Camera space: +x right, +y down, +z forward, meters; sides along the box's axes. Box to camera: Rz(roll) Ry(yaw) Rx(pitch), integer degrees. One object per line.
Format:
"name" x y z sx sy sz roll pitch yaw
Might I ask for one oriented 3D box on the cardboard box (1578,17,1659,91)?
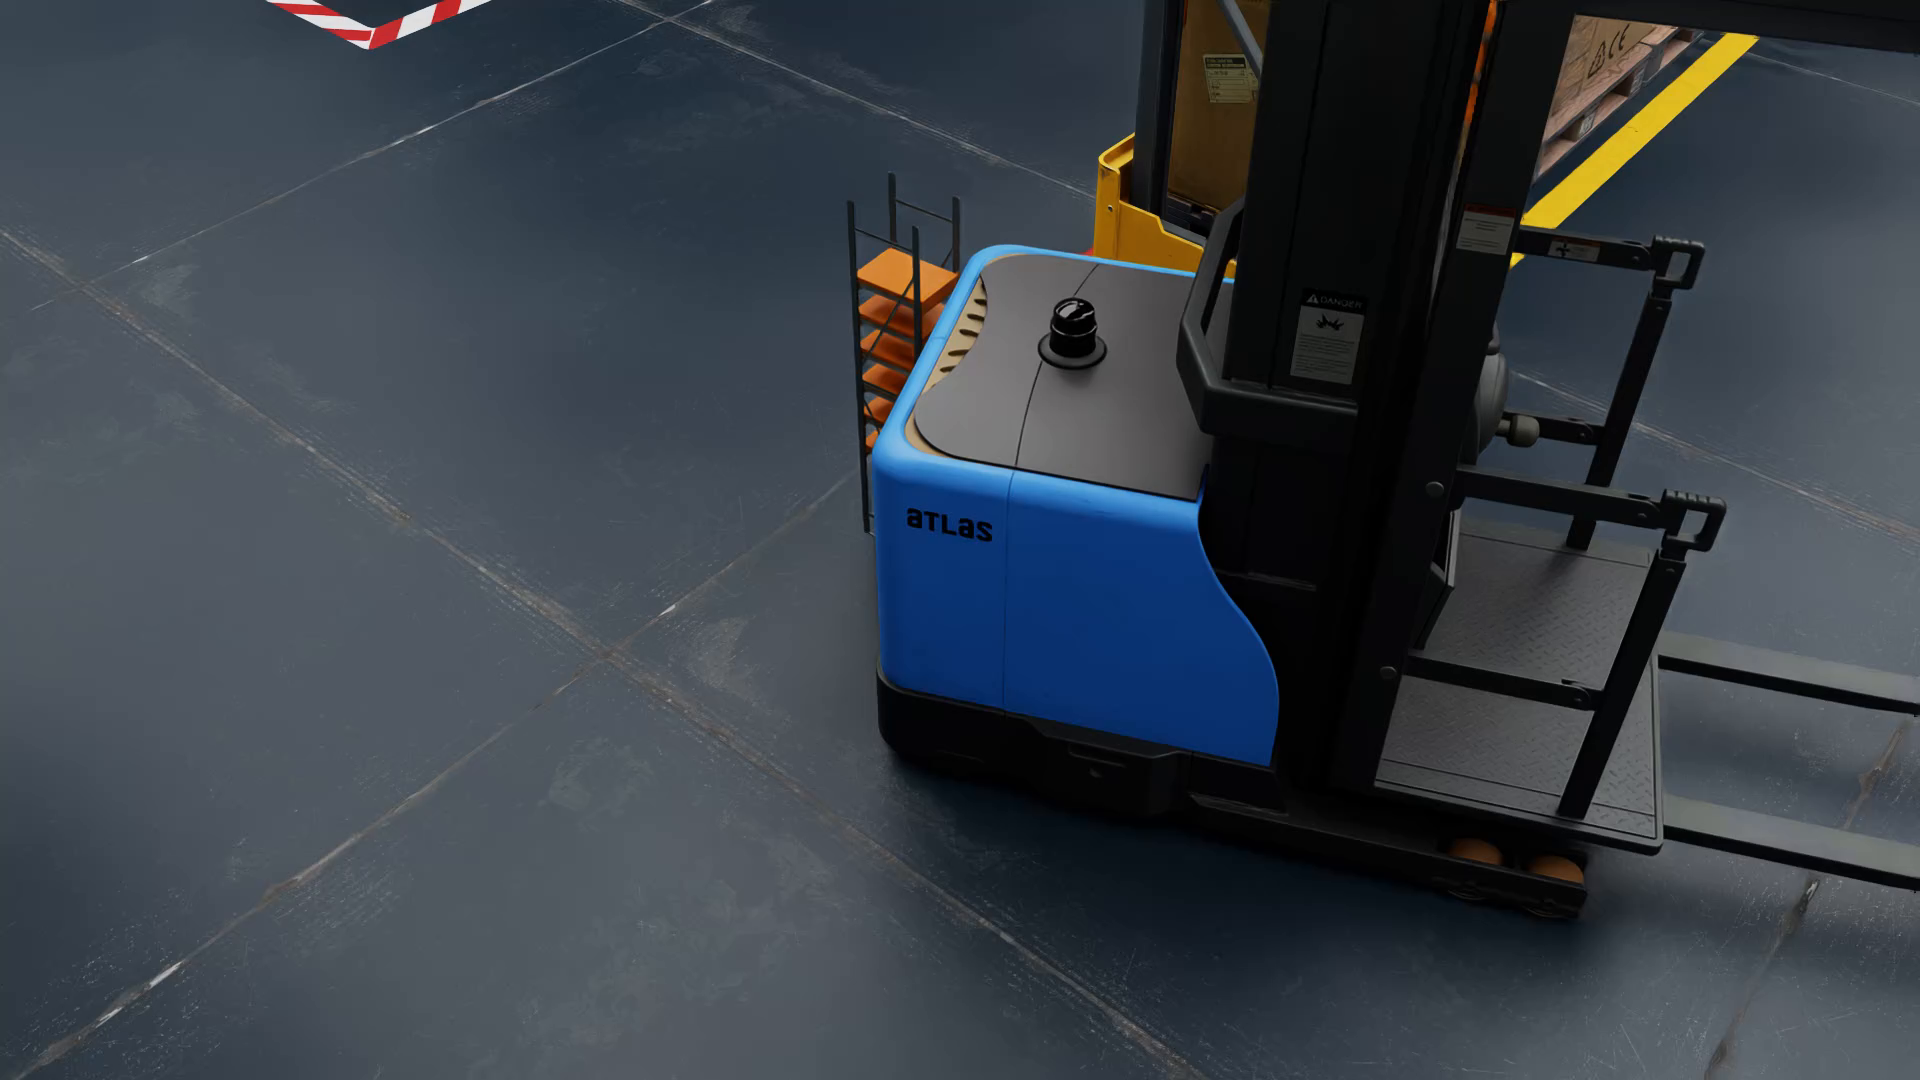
"cardboard box" 2.559 -2.621 7.170 0.875 0.875 0.875 29 50 28

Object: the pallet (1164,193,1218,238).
"pallet" 1.504 -1.375 6.605 1.003 0.211 1.213 29 50 28

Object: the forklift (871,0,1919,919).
"forklift" 1.351 -0.532 3.656 3.031 2.935 1.130 11 43 12

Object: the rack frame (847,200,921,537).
"rack frame" -0.206 -0.424 4.824 0.240 1.200 0.006 26 48 26

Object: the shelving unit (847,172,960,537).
"shelving unit" -0.153 -0.474 4.879 0.258 1.200 0.189 26 48 26

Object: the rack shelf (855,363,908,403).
"rack shelf" -0.153 -0.441 4.909 0.258 0.103 0.180 26 48 26

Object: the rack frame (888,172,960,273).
"rack frame" -0.099 -0.524 4.934 0.240 1.200 0.006 26 48 26

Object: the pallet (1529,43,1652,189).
"pallet" 2.290 -2.000 7.293 1.003 0.211 1.213 29 50 28

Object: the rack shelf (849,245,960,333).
"rack shelf" -0.153 -0.707 4.667 0.258 0.103 0.180 26 48 26

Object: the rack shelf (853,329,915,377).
"rack shelf" -0.153 -0.530 4.828 0.258 0.103 0.180 26 48 26

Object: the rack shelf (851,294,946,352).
"rack shelf" -0.153 -0.618 4.747 0.258 0.103 0.180 26 48 26

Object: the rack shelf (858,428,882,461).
"rack shelf" -0.153 -0.263 5.070 0.258 0.103 0.180 26 48 26

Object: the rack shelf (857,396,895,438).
"rack shelf" -0.153 -0.352 4.990 0.258 0.103 0.180 26 48 26

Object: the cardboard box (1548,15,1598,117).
"cardboard box" 1.986 -2.163 6.666 0.875 0.875 0.875 29 50 28

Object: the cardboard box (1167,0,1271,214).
"cardboard box" 1.400 -1.694 6.151 0.875 0.875 0.875 29 50 28

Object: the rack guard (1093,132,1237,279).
"rack guard" 1.034 -1.024 6.004 1.175 0.500 0.348 29 50 28

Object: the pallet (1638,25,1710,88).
"pallet" 3.075 -2.631 7.987 1.003 0.211 1.213 29 50 28

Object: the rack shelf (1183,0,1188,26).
"rack shelf" 2.337 -2.724 6.551 1.077 0.370 4.000 29 50 28

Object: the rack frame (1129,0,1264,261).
"rack frame" 1.050 -1.961 5.177 1.000 3.000 0.127 29 50 28
